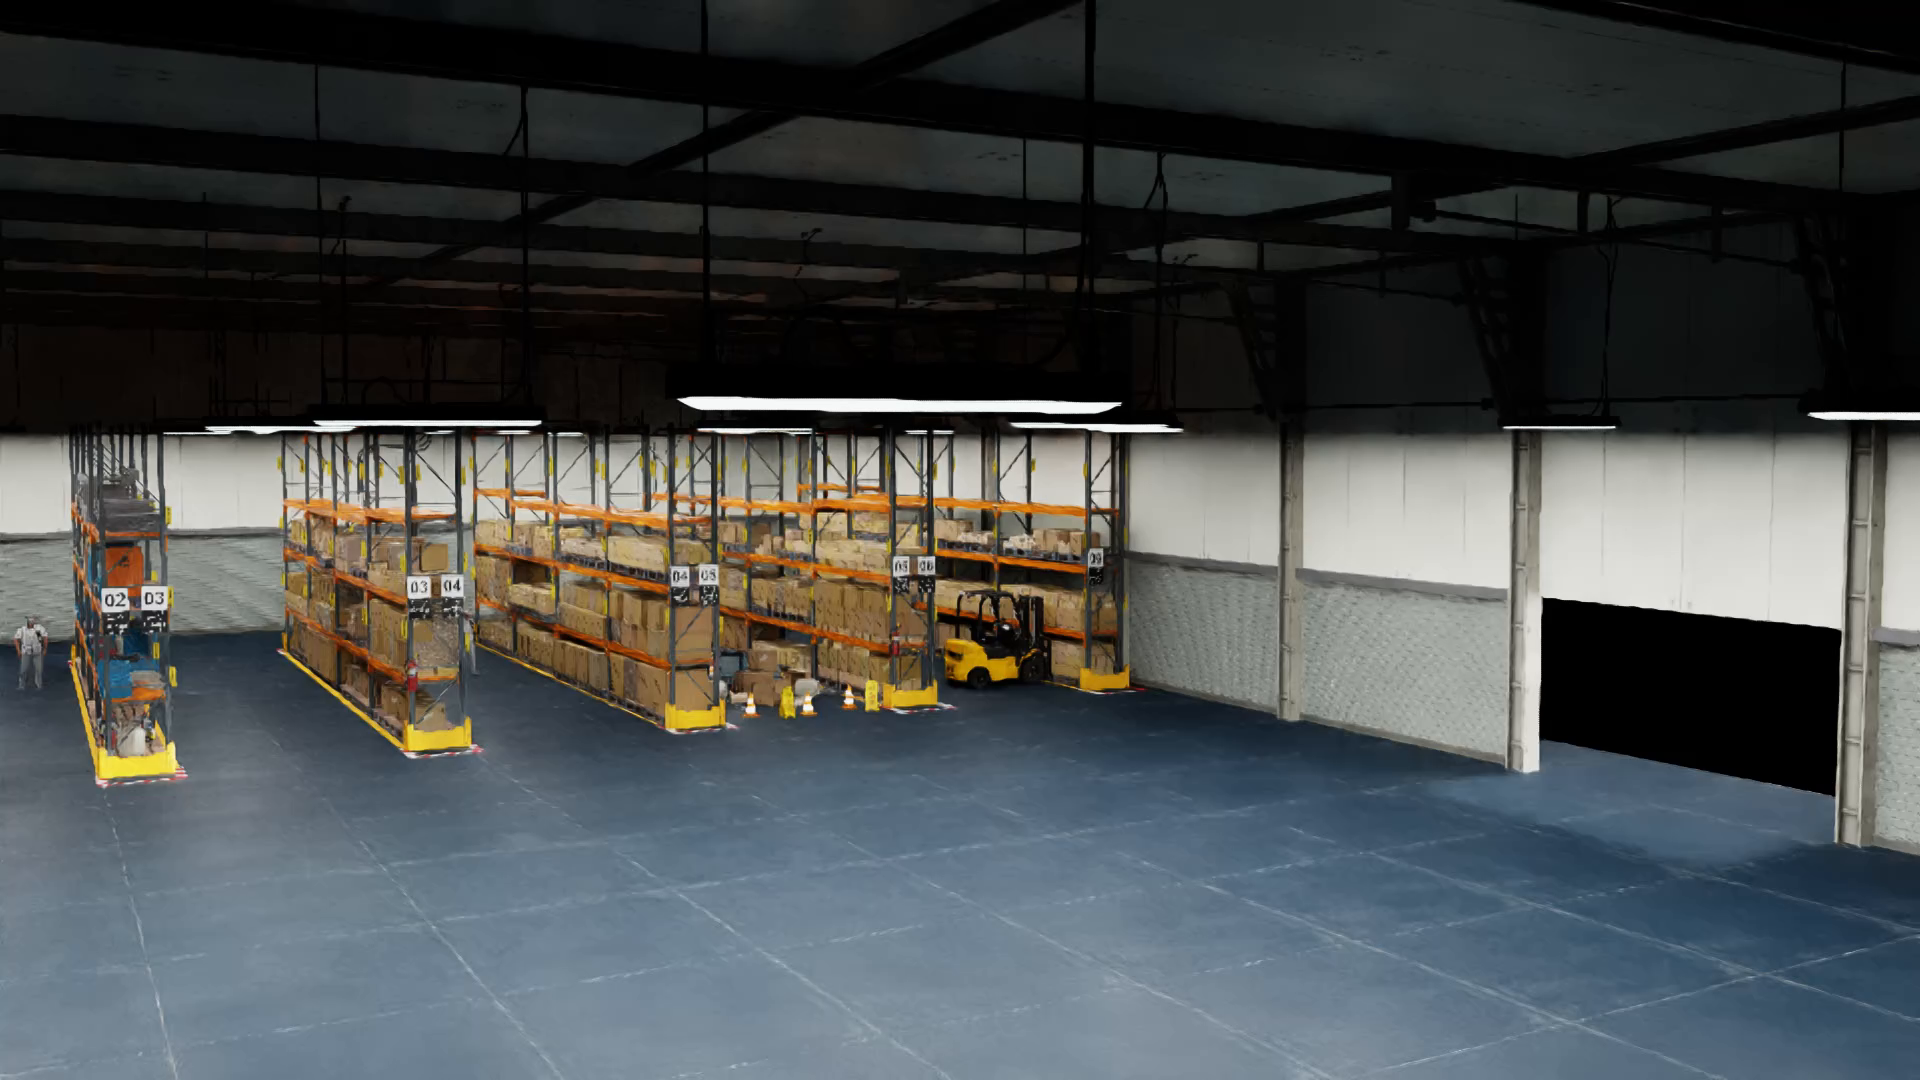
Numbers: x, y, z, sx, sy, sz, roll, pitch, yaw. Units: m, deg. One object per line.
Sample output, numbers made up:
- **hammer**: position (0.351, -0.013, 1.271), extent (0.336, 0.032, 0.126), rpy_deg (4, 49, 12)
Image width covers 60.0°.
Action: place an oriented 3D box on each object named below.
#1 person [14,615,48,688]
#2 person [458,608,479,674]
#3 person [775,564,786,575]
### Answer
- **person**: position (-21.144, 2.531, 37.865), extent (0.682, 1.715, 0.542), rpy_deg (-2, 4, -30)
- **person**: position (-11.959, 2.425, 40.250), extent (0.456, 1.589, 1.088), rpy_deg (-2, 4, -28)
- **person**: position (-5.691, 1.600, 53.177), extent (0.628, 1.659, 0.431), rpy_deg (2, 4, 33)
